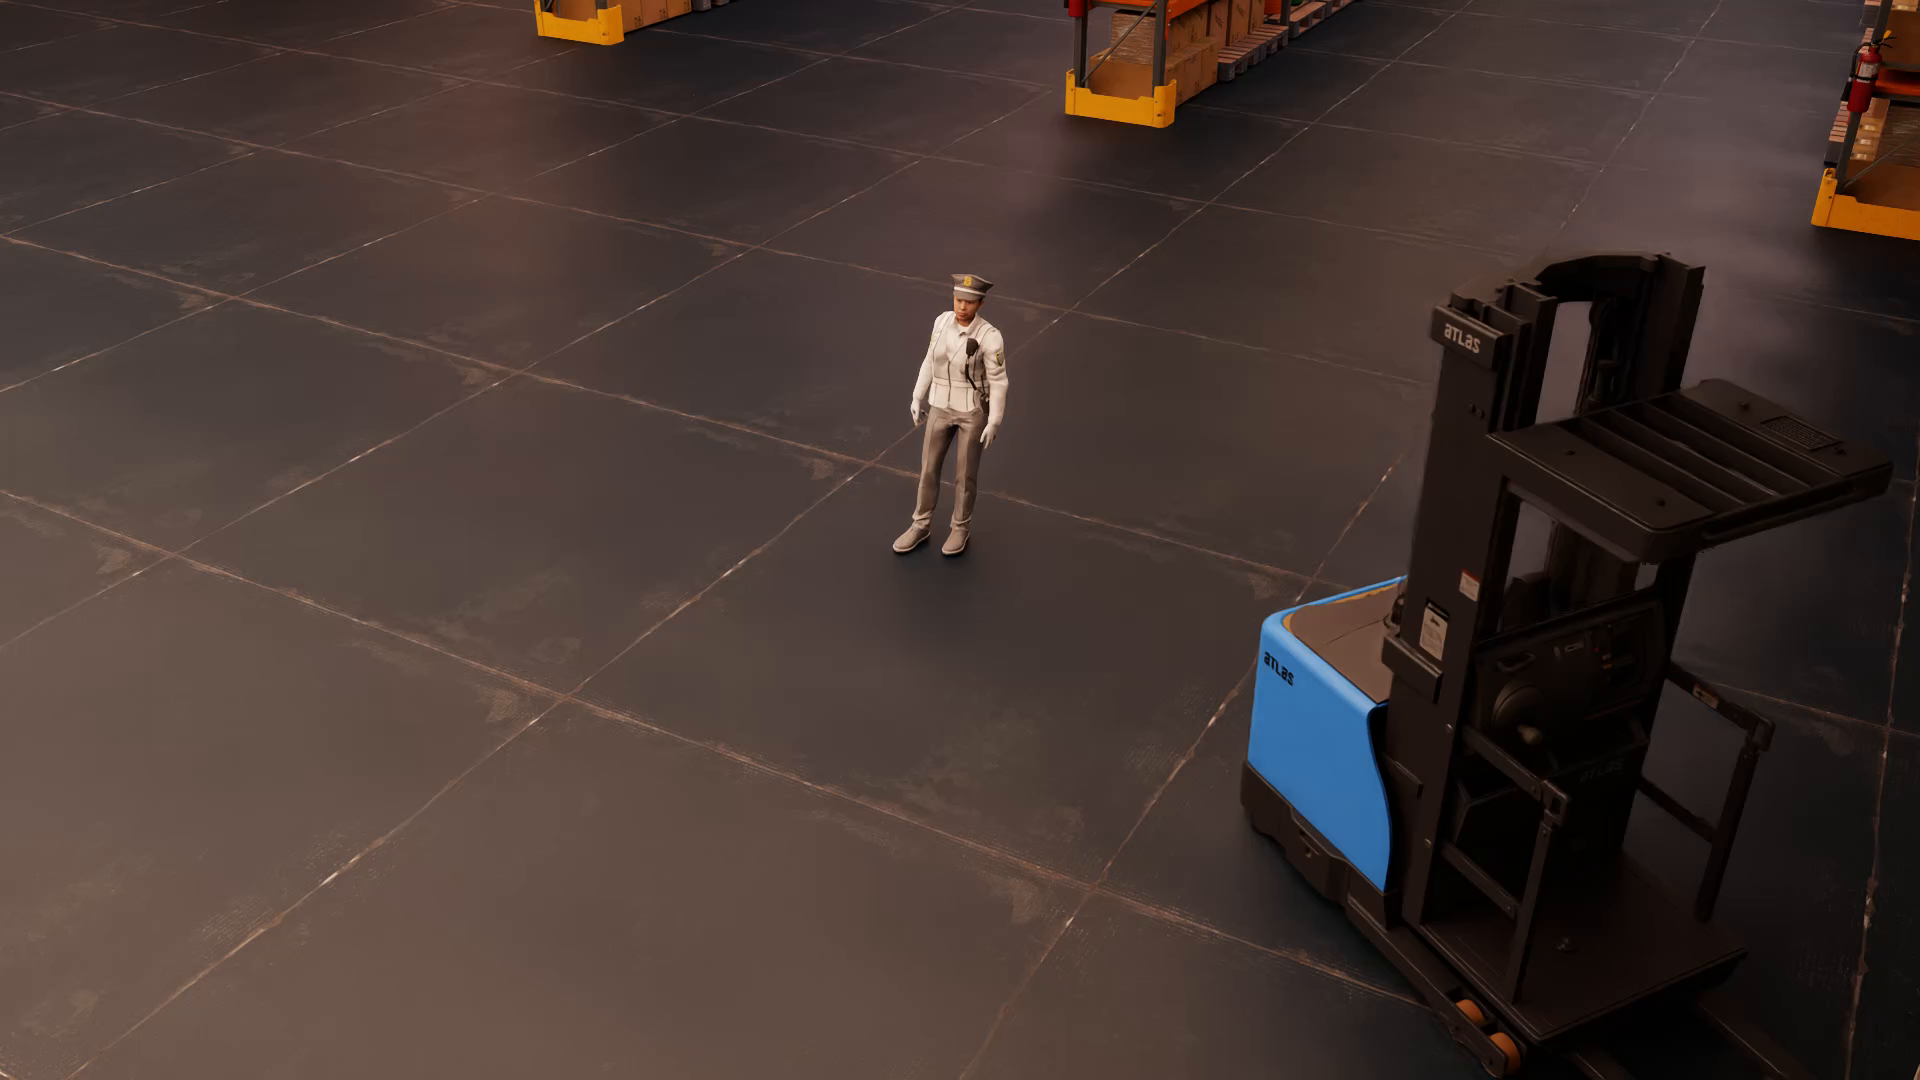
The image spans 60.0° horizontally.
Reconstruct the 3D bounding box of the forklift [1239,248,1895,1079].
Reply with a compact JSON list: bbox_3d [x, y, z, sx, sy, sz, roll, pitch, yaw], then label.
[{"bbox_3d":[2.404,0.548,6.122,1.130,2.935,3.031,-14,33,-22],"label":"forklift"}]

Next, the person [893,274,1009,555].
[{"bbox_3d":[-0.040,-0.712,9.527,0.586,1.694,0.530,15,33,25],"label":"person"}]
